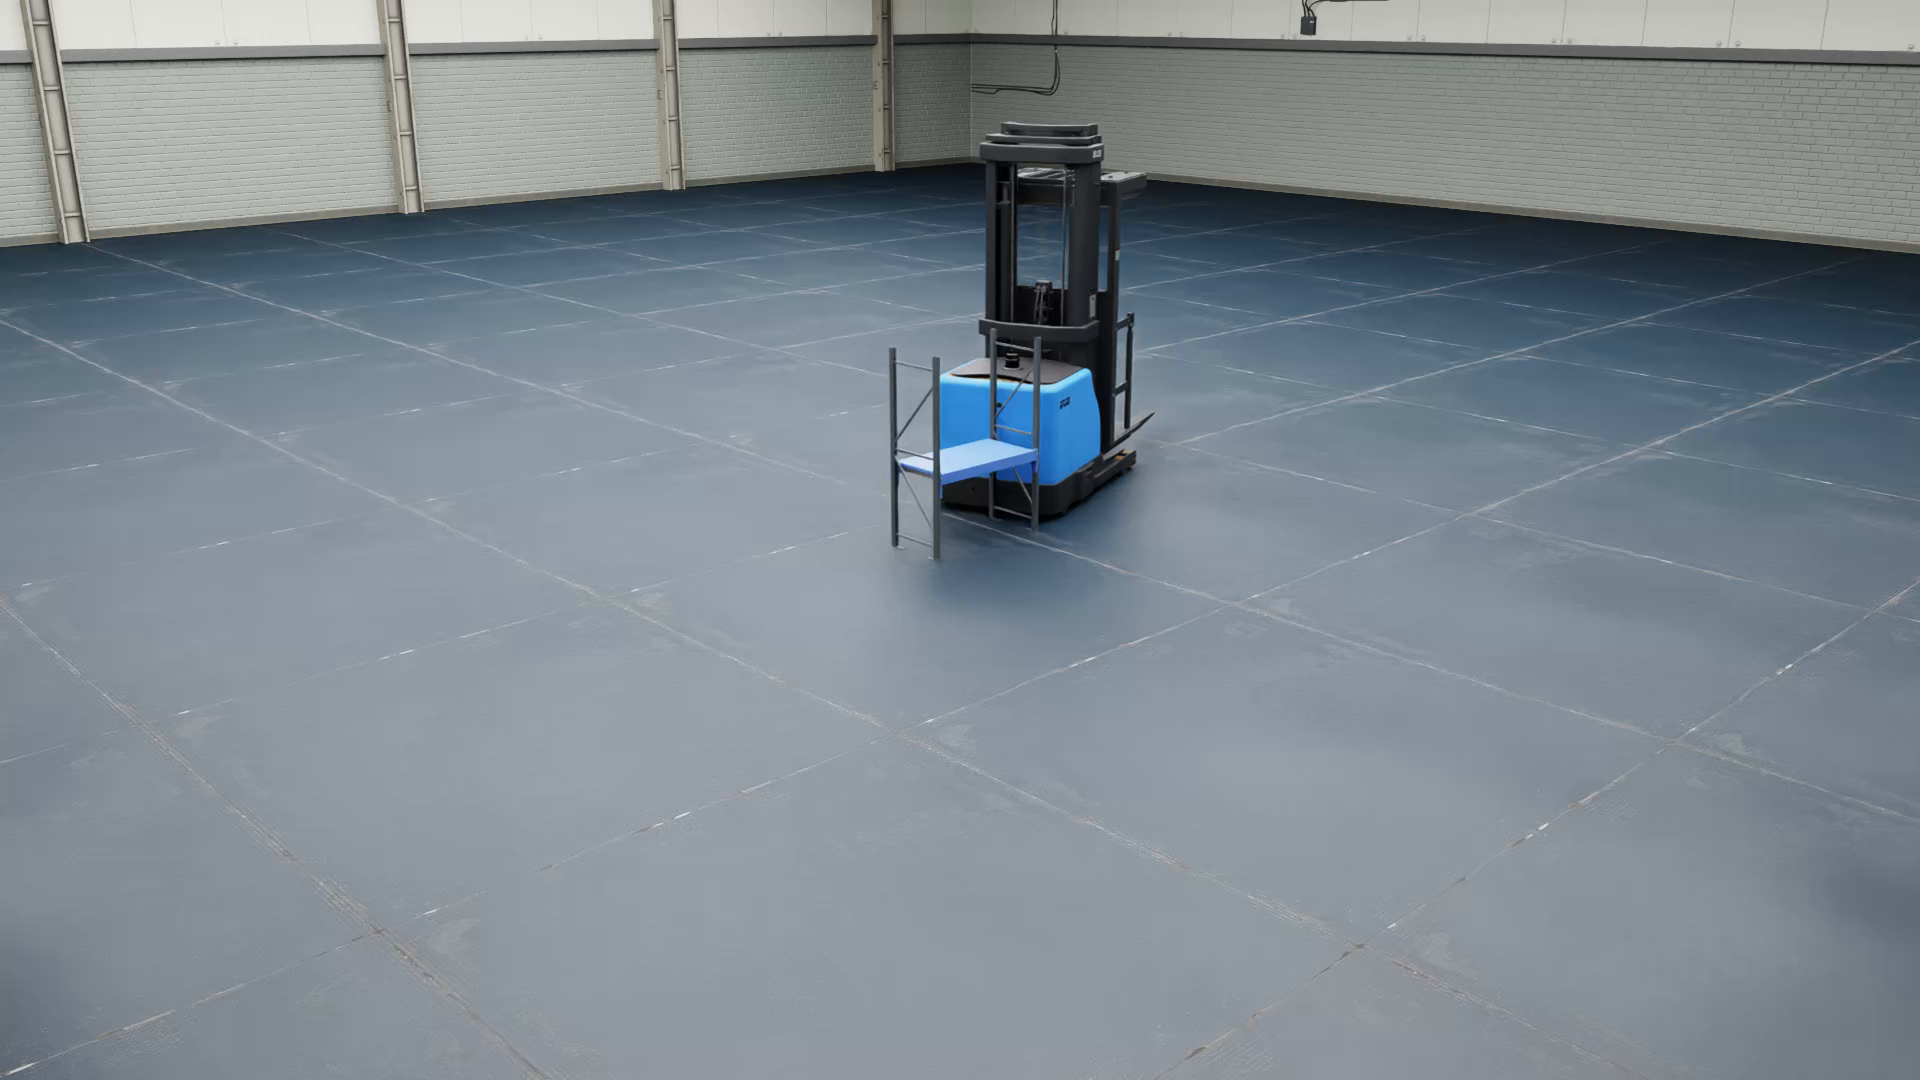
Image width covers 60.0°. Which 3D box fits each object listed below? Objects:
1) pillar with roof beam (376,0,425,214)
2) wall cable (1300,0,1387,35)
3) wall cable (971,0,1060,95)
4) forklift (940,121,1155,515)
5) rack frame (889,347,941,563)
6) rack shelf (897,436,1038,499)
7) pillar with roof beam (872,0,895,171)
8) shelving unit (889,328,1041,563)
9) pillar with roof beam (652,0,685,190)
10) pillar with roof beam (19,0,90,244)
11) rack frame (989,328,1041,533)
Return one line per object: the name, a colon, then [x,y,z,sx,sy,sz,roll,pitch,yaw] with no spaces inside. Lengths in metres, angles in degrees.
pillar with roof beam: [-7.561,-9.603,27.511,0.400,9.000,9.100,-16,24,-41]
wall cable: [7.760,-12.925,32.244,0.169,6.003,2.305,-16,24,-41]
wall cable: [1.249,-11.961,39.820,0.112,2.526,3.097,-16,24,-41]
forklift: [0.874,-1.999,13.898,1.130,2.935,3.031,8,20,23]
rack frame: [-0.324,-0.609,11.933,0.032,1.500,0.500,-16,24,-41]
rack shelf: [0.044,-0.547,12.322,1.000,0.185,0.538,-16,24,-41]
pillar with roof beam: [1.158,-12.145,35.354,0.400,9.000,9.100,-16,24,-41]
shelving unit: [0.044,-0.718,12.266,1.048,1.500,0.538,-16,24,-41]
pillar with roof beam: [-3.202,-10.874,31.433,0.400,9.000,9.100,-16,24,-41]
pillar with roof beam: [-11.921,-8.331,23.590,0.400,9.000,9.100,-16,24,-41]
rack frame: [0.412,-0.826,12.600,0.032,1.500,0.500,-16,24,-41]
